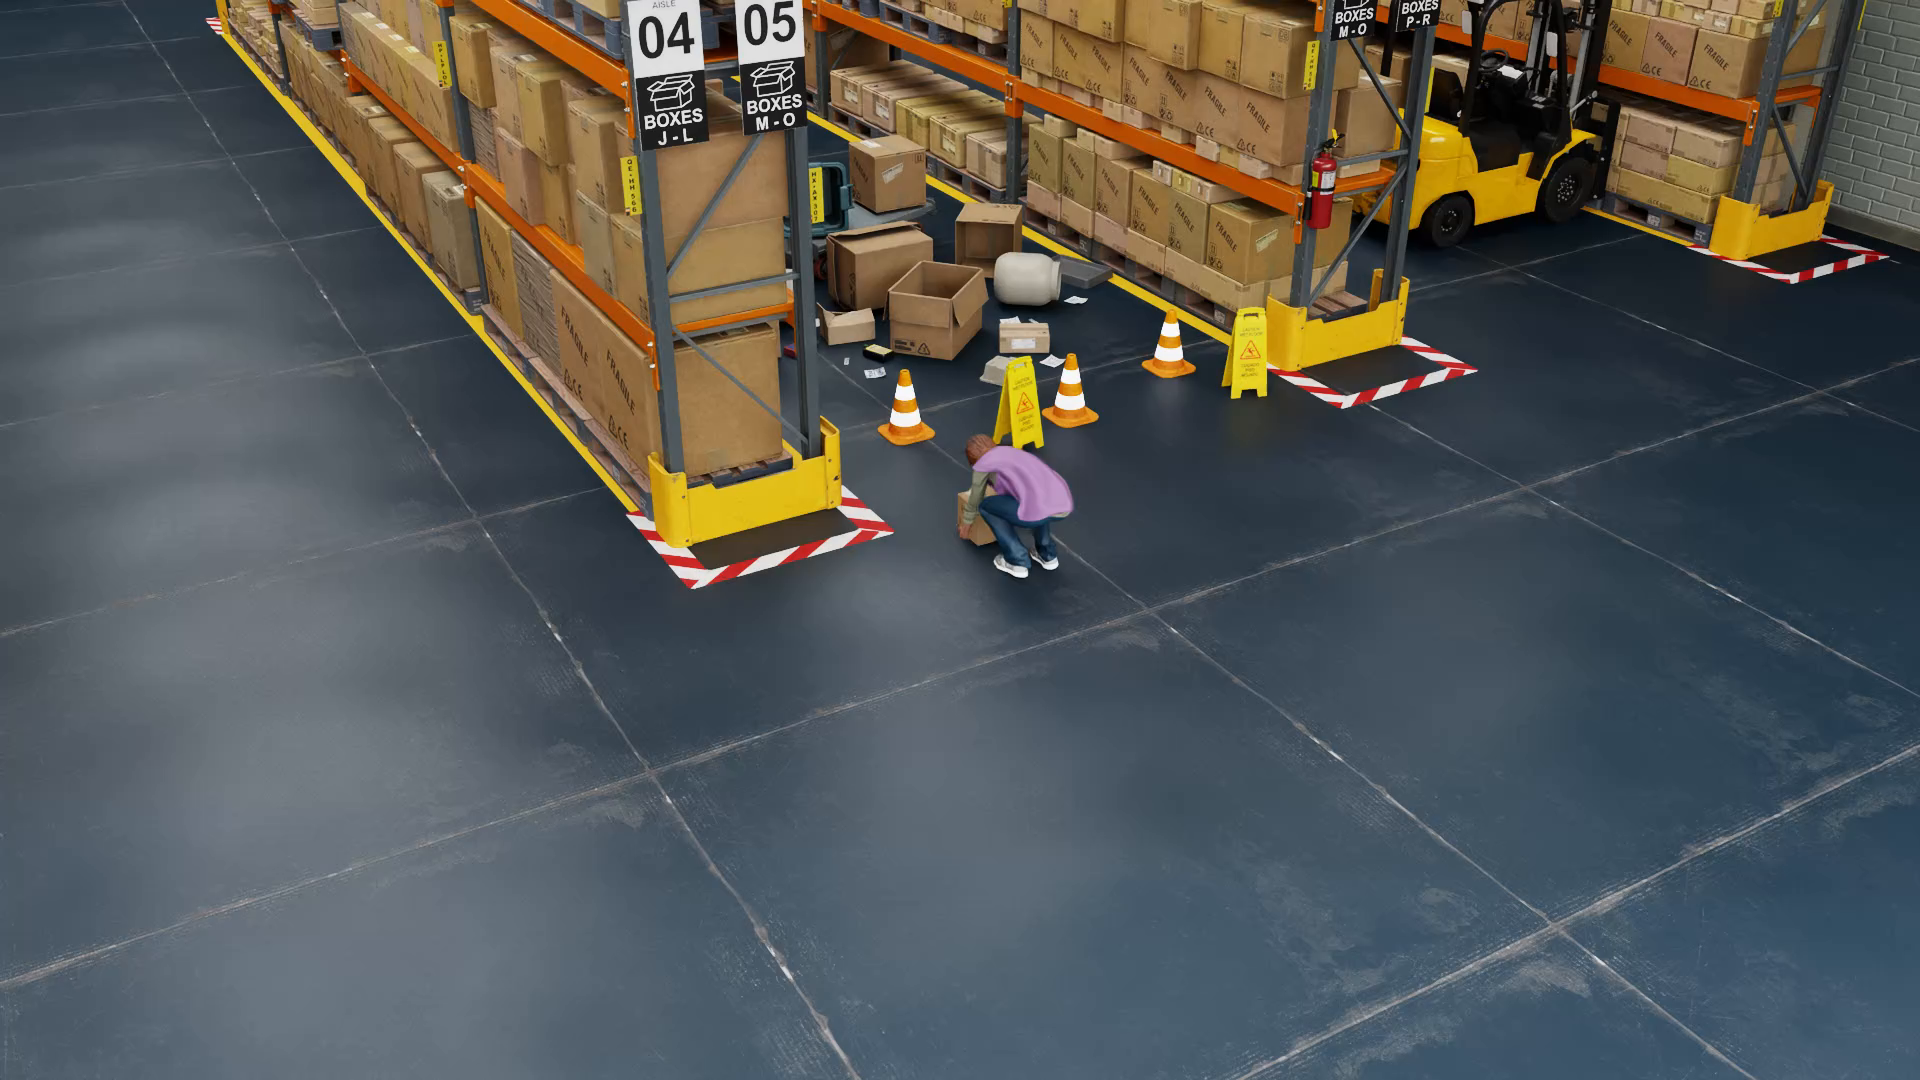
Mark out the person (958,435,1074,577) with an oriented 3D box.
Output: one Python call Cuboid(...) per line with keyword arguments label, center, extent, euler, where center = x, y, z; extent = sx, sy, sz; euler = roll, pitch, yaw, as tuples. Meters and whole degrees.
Cuboid(label="person", center=(0.323, -0.189, 9.856), extent=(0.422, 0.709, 0.866), euler=(-17, 34, -27))
